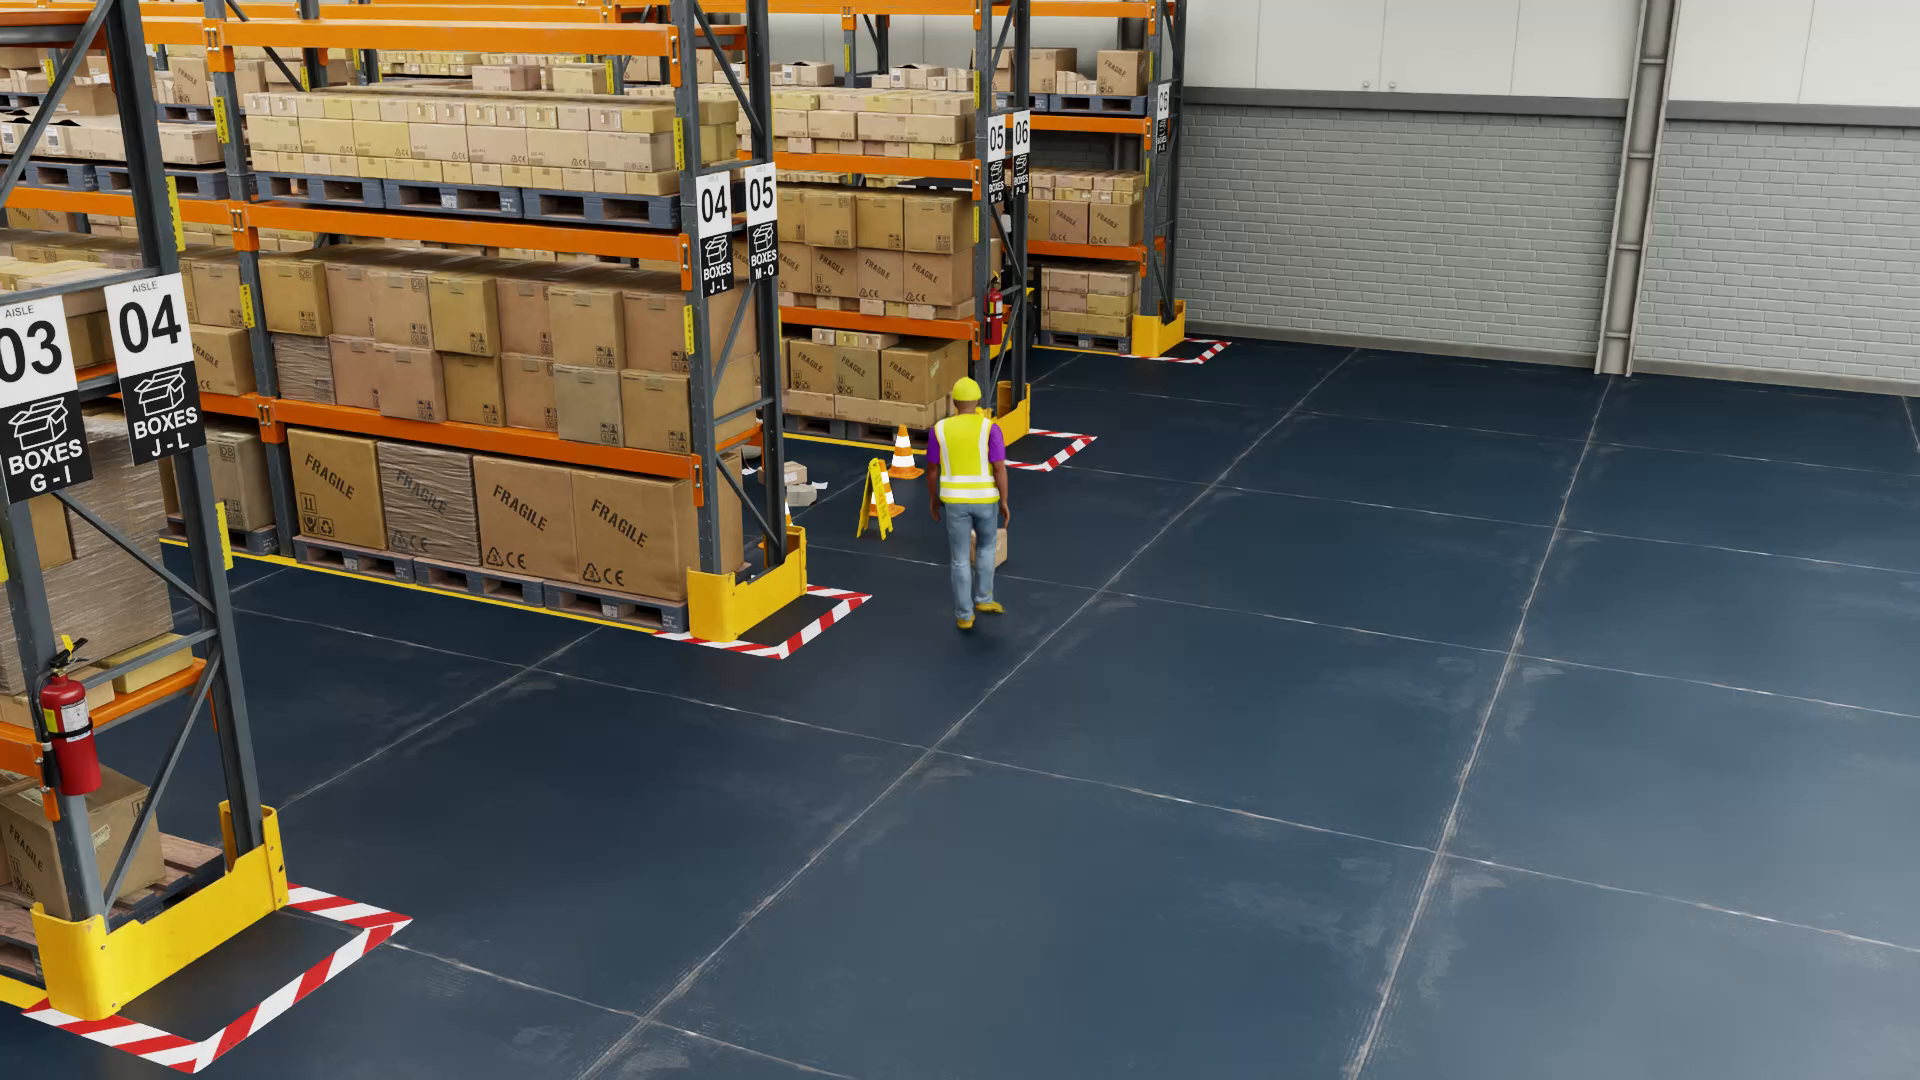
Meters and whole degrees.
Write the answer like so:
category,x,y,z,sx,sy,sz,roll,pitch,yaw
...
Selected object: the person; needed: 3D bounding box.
category,x,y,z,sx,sy,sz,roll,pitch,yaw
person,0.056,-0.251,11.803,0.606,1.795,0.641,1,19,3
